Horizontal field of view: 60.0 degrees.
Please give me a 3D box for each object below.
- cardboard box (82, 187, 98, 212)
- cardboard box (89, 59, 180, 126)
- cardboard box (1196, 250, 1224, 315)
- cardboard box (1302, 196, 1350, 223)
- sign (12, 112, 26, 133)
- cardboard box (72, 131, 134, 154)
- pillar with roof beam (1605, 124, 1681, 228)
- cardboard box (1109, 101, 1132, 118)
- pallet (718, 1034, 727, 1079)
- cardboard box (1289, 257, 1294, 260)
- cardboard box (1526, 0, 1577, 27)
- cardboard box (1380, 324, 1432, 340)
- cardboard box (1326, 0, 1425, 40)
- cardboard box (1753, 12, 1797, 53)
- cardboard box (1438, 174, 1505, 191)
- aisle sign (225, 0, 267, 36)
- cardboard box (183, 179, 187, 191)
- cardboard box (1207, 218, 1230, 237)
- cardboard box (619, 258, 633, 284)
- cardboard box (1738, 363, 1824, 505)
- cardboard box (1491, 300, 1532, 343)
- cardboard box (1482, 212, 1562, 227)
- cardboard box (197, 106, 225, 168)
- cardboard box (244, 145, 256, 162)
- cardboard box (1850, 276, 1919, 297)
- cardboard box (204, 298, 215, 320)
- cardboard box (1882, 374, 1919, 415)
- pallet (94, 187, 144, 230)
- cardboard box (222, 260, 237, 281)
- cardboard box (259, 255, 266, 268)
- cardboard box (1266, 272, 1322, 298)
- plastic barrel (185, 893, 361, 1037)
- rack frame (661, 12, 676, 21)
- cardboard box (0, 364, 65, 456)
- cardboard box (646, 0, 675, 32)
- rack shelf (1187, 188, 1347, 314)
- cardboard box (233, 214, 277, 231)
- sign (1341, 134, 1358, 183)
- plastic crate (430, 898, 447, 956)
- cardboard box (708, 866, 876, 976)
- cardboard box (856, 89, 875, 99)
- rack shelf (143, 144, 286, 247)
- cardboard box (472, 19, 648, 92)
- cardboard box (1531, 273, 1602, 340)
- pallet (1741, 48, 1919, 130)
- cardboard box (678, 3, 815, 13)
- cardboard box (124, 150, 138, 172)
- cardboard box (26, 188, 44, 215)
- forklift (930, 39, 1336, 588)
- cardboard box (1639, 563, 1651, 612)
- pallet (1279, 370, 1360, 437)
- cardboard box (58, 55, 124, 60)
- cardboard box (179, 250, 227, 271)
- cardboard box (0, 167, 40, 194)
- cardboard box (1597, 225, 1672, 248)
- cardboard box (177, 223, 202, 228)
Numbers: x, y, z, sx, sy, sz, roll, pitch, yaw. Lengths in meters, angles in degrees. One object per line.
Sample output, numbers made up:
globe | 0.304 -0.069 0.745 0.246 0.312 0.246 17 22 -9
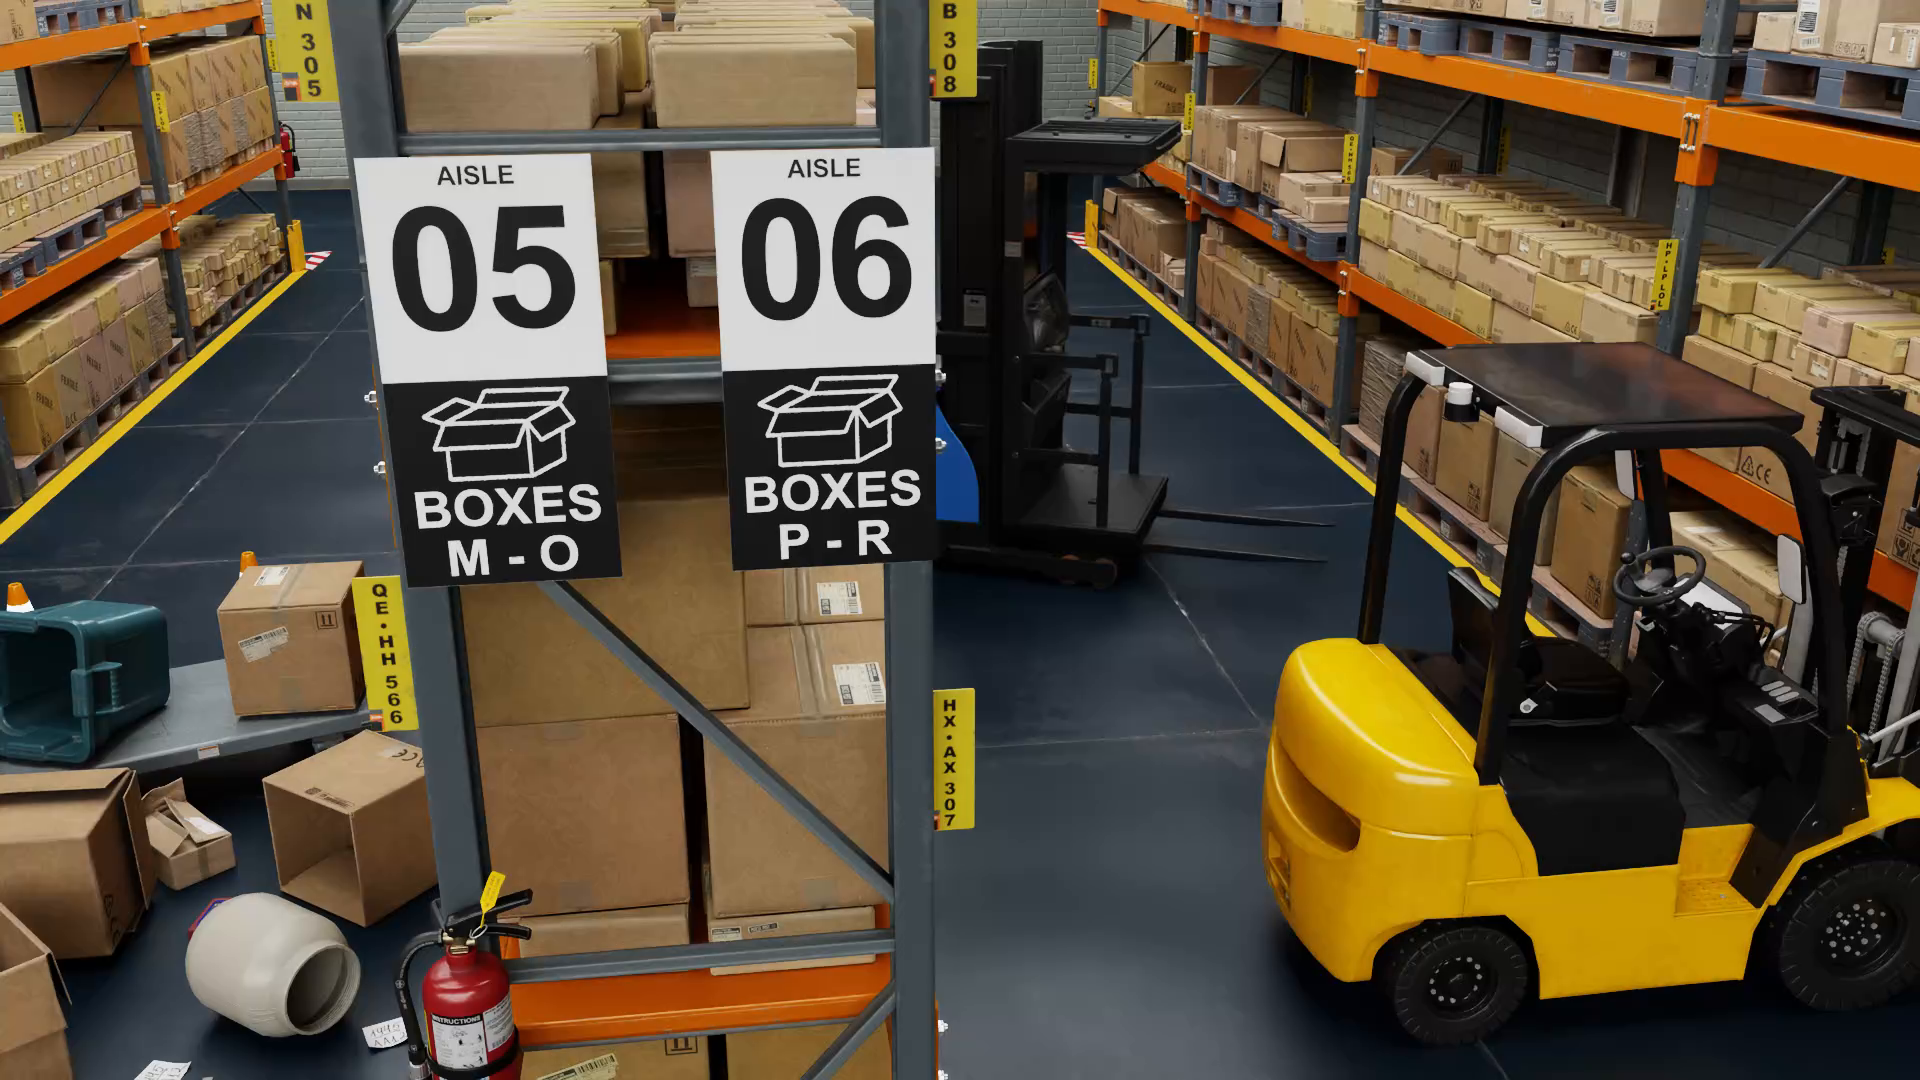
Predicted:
cardboard box | -6.763 -2.570 12.569 0.380 0.149 0.250 -4 21 -10
cardboard box | -6.994 -3.801 14.109 0.500 0.500 0.500 -2 21 -6
cardboard box | 2.472 -2.361 15.223 0.500 0.500 0.500 -2 21 -5
cardboard box | 2.727 -2.416 12.157 0.380 0.149 0.250 -3 21 -7
sign | -7.706 -3.353 13.670 0.100 0.325 0.005 -3 21 -8
cardboard box | -6.919 -3.206 13.423 0.380 0.149 0.250 -2 21 -5
pillar with roof beam | 0.022 -4.316 8.912 9.100 9.000 0.400 -3 21 -8
cardboard box | 1.920 -4.623 18.096 0.500 0.250 0.500 -3 21 -7
pallet | -0.649 1.889 4.856 1.003 0.211 1.213 -3 21 -8
cardboard box | 3.113 -2.469 14.585 0.380 0.149 0.250 -4 21 -10
cardboard box | 3.322 -2.855 8.671 0.500 0.311 0.500 -4 21 -10
cardboard box | 3.418 -1.315 12.422 0.500 0.500 0.500 -2 21 -6
cardboard box | 2.888 -3.630 11.574 0.500 0.250 0.500 -4 21 -10
cardboard box | 3.543 -2.105 6.893 0.380 0.149 0.250 -2 21 -7
cardboard box | 3.449 -2.377 11.225 0.380 0.149 0.250 -2 21 -6
aisle sign | -7.460 -5.621 17.263 0.394 0.787 0.004 -3 21 -8
cardboard box | -7.088 -3.150 14.722 0.380 0.149 0.250 -4 21 -10
cardboard box | 2.474 -2.848 15.176 0.380 0.149 0.250 -3 21 -9
cardboard box | -0.957 -0.683 3.829 0.380 0.149 0.250 -2 21 -6
cardboard box | 3.675 -0.445 6.977 0.500 0.500 0.500 -3 21 -7
cardboard box | 3.328 -1.183 9.310 0.500 0.250 0.500 -3 21 -7
cardboard box | 3.286 -1.823 9.740 0.380 0.149 0.250 -3 21 -8
cardboard box | -7.107 -3.695 15.255 0.500 0.500 0.500 -3 21 -9
cardboard box | -7.310 -3.885 16.690 0.380 0.149 0.250 -2 21 -6
cardboard box | 4.119 -1.050 7.245 0.380 0.149 0.250 -3 21 -9
cardboard box | -6.943 -2.073 14.955 0.380 0.149 0.250 -2 21 -6
cardboard box | 3.720 -0.527 6.269 0.380 0.149 0.250 -4 21 -9
pallet | -7.204 -2.616 13.207 1.003 0.211 1.213 -3 21 -8
cardboard box | -7.128 -2.566 15.849 0.380 0.149 0.250 -3 21 -8
cardboard box | -7.374 -2.872 17.094 0.380 0.149 0.250 -3 21 -8
cardboard box | 2.717 -2.078 13.537 0.380 0.149 0.250 -4 21 -10
plastic barrel | -2.352 1.460 5.701 0.512 0.421 0.421 12 24 30
rack frame | -1.133 -3.303 6.198 1.000 3.000 0.127 -3 21 -8
cardboard box | -6.443 -0.876 11.248 0.500 0.500 0.500 -4 21 -10
cardboard box | -1.360 -2.219 7.198 0.500 0.250 0.500 -3 21 -9
rack shelf | 2.913 -2.485 13.610 1.077 0.370 4.000 -3 21 -8
cardboard box | -7.419 -3.332 17.475 0.380 0.149 0.250 -3 21 -7
sign | 2.666 -2.604 11.359 0.100 0.325 0.005 -3 21 -8
plastic crate | -1.718 1.460 6.193 0.402 0.080 0.583 -11 23 -26
cardboard box | -0.400 0.882 3.927 0.380 0.149 0.250 -3 21 -8
cardboard box | -0.428 -0.944 3.960 0.500 0.250 0.500 -3 21 -9
rack shelf | -7.458 -3.333 15.882 1.077 0.370 4.000 -3 21 -8
cardboard box | -0.937 -1.140 3.914 0.380 0.149 0.250 -3 21 -7
cardboard box | 3.373 -1.243 8.757 0.500 0.250 0.500 -3 21 -9
pallet | 3.927 -1.814 6.625 1.003 0.211 1.213 -3 21 -8
cardboard box | -0.594 -1.431 4.691 0.380 0.149 0.250 -2 21 -7
cardboard box | -6.917 -3.068 13.478 0.380 0.149 0.250 -2 21 -6
cardboard box | -6.619 -2.348 11.550 0.380 0.149 0.250 -3 21 -8
forklift | 0.683 -1.306 9.523 3.031 2.935 1.130 6 21 15
cardboard box | 3.543 0.296 7.752 0.500 0.250 0.500 -3 21 -8
pallet | 3.132 -1.083 12.815 1.003 0.211 1.213 -3 21 -8
cardboard box | -7.585 -3.960 14.535 0.500 0.500 0.500 -4 21 -9
cardboard box | -7.097 -2.612 15.547 0.380 0.149 0.250 -2 21 -7
cardboard box | -6.619 -2.484 11.488 0.380 0.149 0.250 -2 21 -5
cardboard box | 3.808 -1.672 9.334 0.380 0.149 0.250 -3 21 -8
cardboard box | -7.939 -3.121 16.909 0.380 0.149 0.250 -3 21 -8
